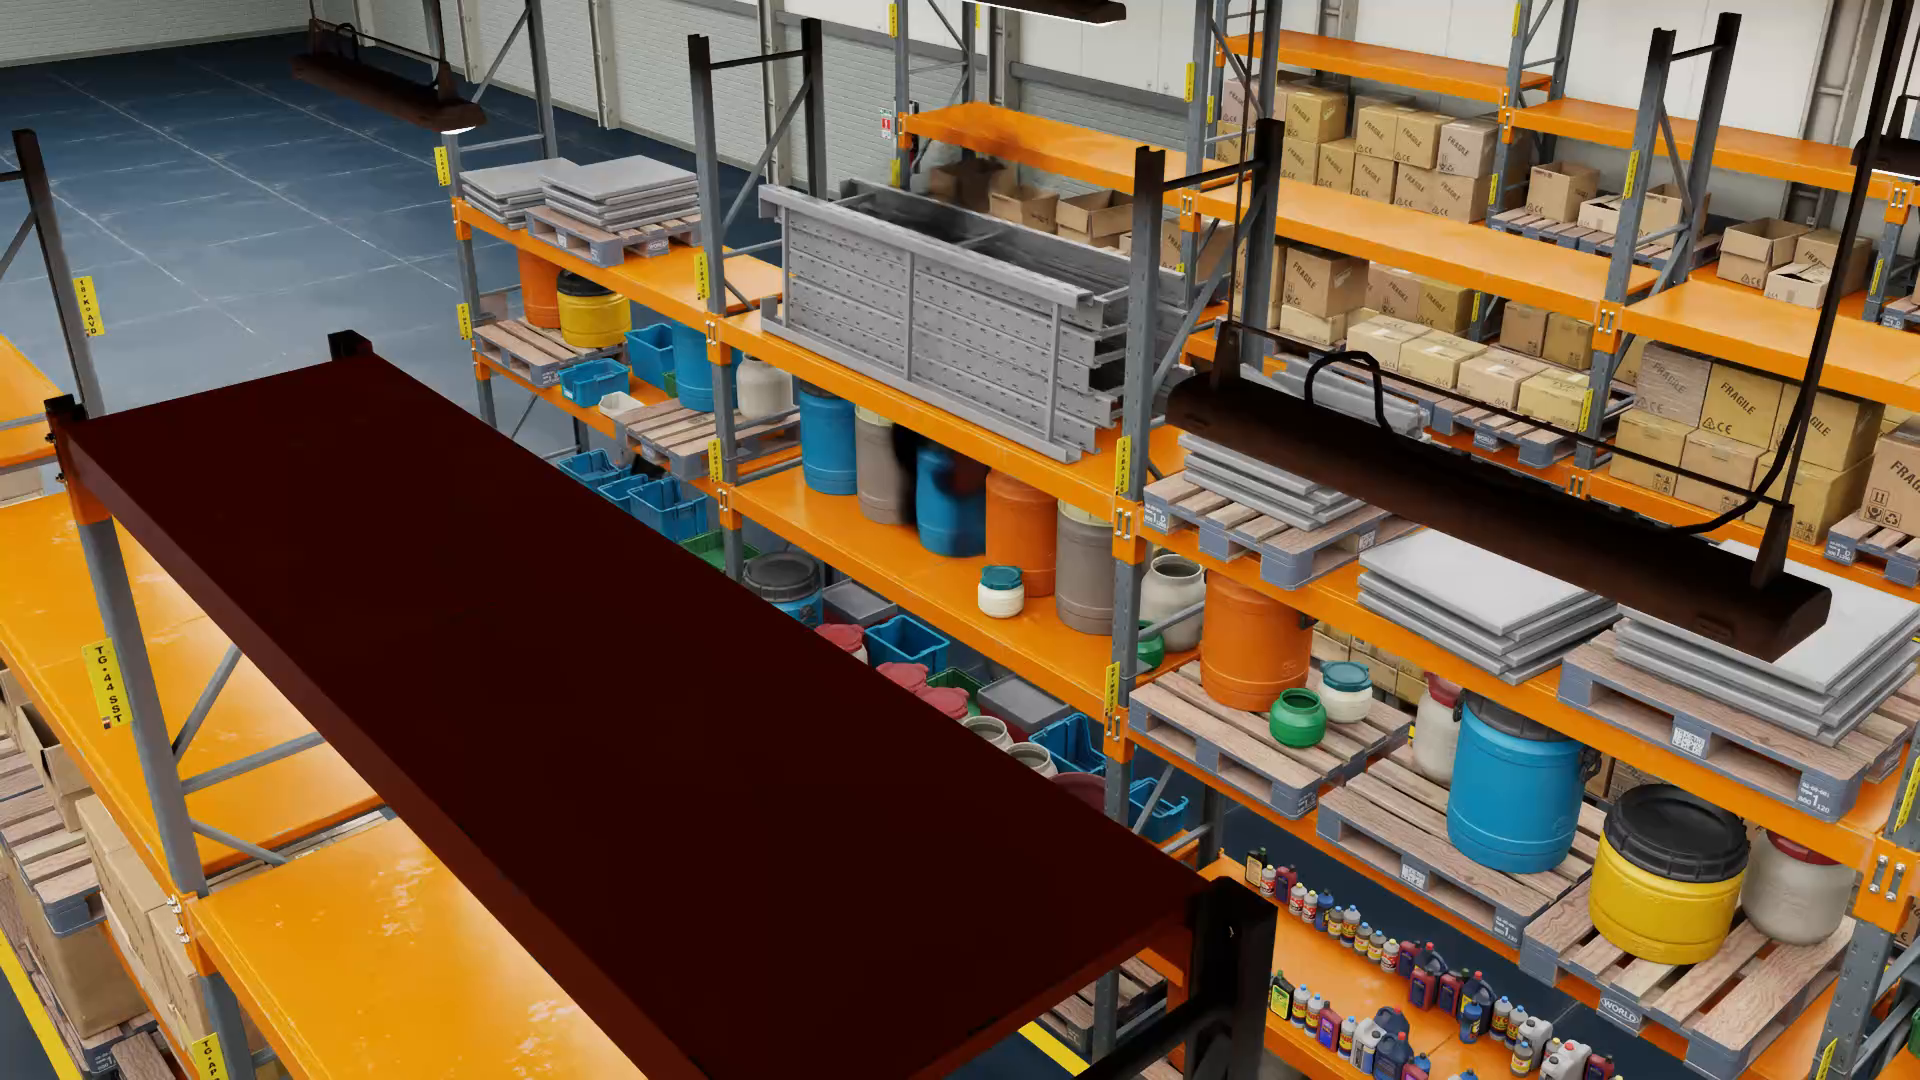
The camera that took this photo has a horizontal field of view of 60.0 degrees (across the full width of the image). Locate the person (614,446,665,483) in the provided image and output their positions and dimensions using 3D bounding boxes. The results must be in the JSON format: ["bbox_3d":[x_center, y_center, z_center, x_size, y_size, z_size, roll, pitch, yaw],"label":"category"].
[{"bbox_3d":[-3.227,-0.678,17.066,0.615,1.659,0.676,11,29,21],"label":"person"}]

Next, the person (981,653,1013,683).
[{"bbox_3d":[0.243,0.685,14.427,0.555,1.633,0.632,-23,35,-37],"label":"person"}]
